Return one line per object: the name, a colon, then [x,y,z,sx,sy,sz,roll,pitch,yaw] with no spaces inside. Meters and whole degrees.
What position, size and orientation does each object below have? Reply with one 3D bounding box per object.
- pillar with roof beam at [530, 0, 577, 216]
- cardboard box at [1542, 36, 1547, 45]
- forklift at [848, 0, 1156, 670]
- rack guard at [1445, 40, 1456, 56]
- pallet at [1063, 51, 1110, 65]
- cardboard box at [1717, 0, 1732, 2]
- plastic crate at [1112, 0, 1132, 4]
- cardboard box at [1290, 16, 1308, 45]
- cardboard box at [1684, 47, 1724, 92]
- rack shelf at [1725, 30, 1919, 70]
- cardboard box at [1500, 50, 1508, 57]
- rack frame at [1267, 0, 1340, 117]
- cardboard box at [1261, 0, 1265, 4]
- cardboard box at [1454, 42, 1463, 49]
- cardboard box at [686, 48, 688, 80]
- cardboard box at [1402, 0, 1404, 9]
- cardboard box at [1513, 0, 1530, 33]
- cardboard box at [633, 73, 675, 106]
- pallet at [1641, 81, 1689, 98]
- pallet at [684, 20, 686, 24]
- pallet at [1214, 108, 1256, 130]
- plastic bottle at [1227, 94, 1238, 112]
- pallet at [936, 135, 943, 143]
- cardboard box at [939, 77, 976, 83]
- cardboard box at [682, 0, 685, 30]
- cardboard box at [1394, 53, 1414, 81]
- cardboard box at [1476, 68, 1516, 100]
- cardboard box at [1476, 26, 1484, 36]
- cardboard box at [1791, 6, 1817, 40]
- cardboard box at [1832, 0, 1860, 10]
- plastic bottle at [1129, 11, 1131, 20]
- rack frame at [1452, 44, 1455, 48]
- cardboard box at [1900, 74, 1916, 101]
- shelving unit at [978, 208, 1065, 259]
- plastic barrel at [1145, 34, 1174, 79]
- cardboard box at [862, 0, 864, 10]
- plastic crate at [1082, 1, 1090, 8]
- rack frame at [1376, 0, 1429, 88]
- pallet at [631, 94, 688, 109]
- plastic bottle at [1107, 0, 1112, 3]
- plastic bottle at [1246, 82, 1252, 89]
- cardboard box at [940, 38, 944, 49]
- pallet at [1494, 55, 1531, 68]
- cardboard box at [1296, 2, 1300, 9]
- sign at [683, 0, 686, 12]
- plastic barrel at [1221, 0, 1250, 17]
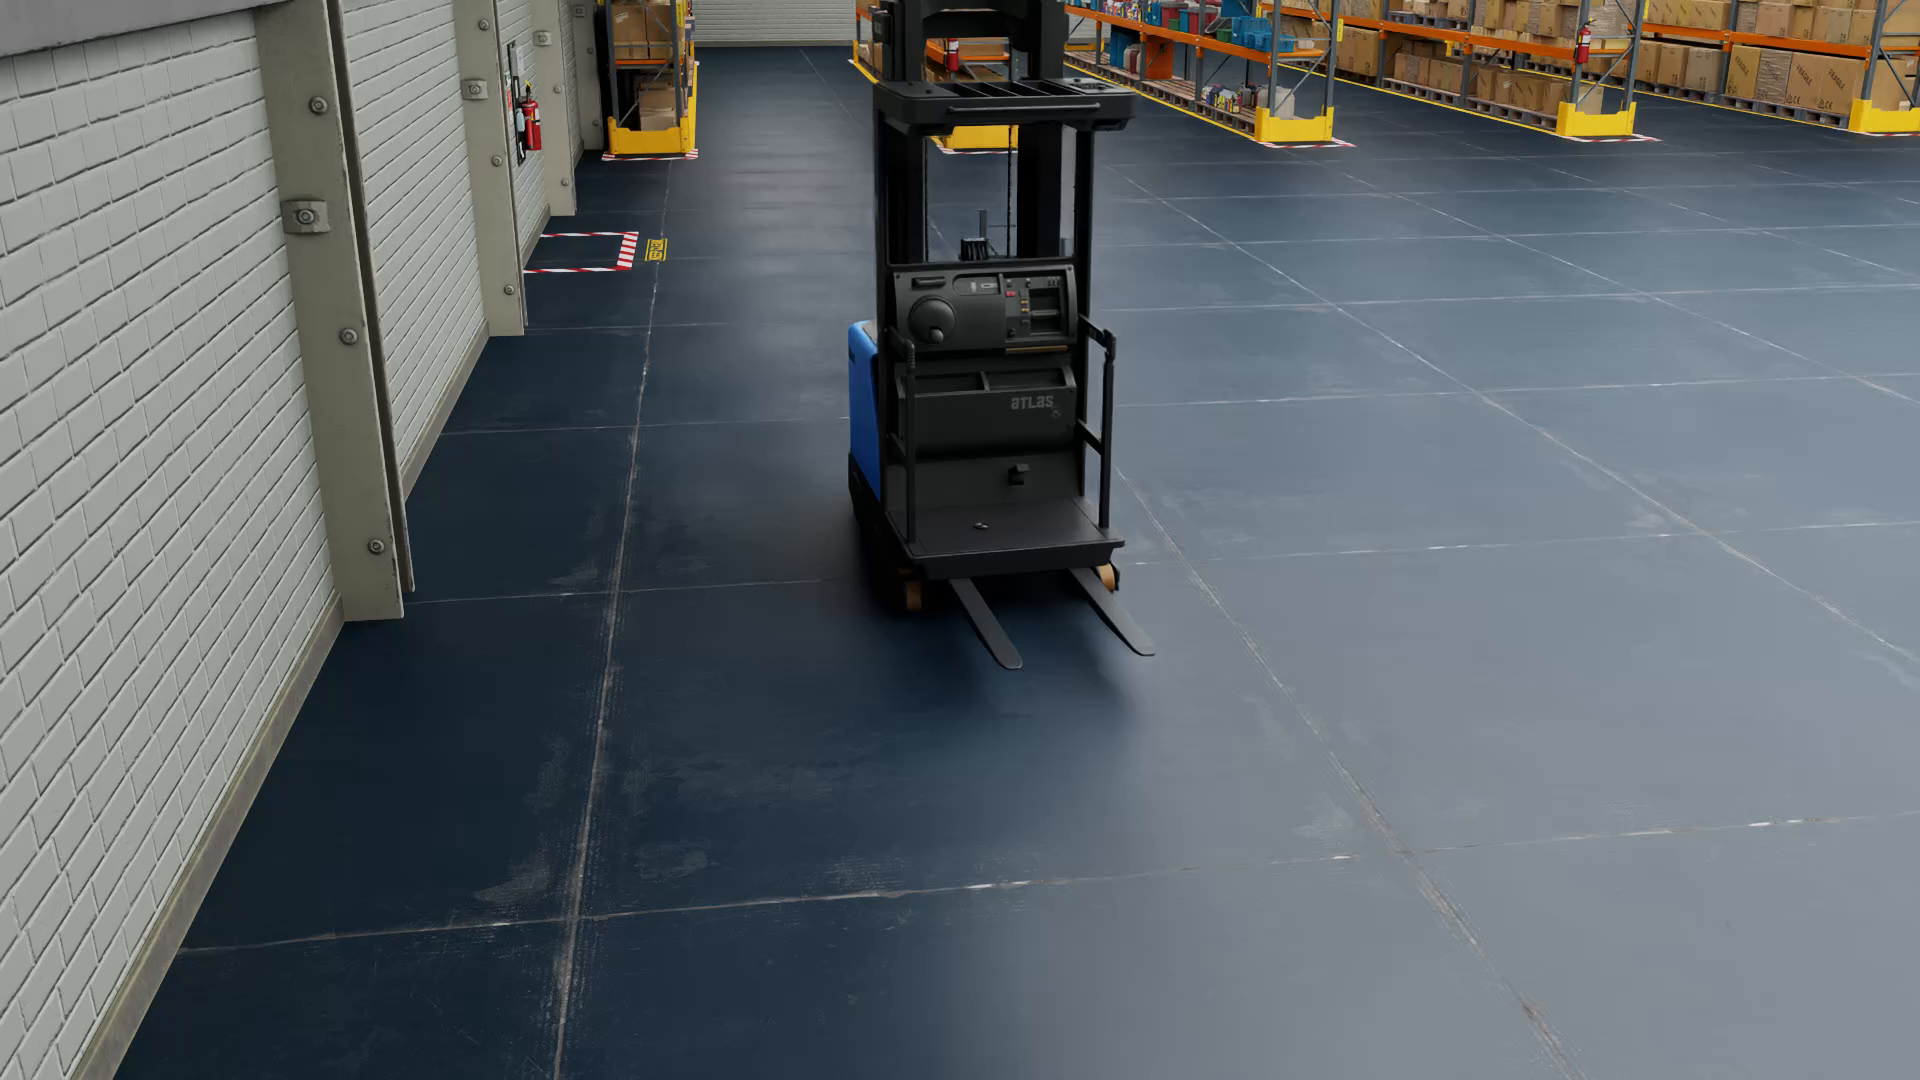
pillar with roof beam: [-0.397,-8.264,18.481,9.100,9.000,0.400,-3,21,-8]
cardboard box: [9.756,-8.182,27.194,0.380,0.149,0.250,-3,21,-8]
forklift: [0.181,-1.155,8.121,1.130,2.935,3.031,-5,21,-12]
rack guard: [12.767,-12.422,41.761,1.175,0.500,0.348,-3,21,-8]
pallet: [3.012,-11.561,39.867,1.003,0.211,1.213,-3,21,-8]
cardboard box: [14.408,-10.151,30.537,0.700,0.500,0.500,-3,21,-9]
plastic crate: [3.628,-12.149,37.281,0.402,0.464,0.583,-3,21,-8]
cardboard box: [8.264,-11.765,38.865,0.875,0.875,0.875,-3,21,-8]
cardboard box: [14.307,-8.818,31.153,1.050,0.750,0.750,-3,21,-8]
rack shelf: [14.774,-8.435,28.542,1.077,0.370,4.000,-3,21,-8]
cardboard box: [12.882,-11.397,38.917,0.380,0.149,0.250,-4,21,-10]
rack frame: [5.238,-7.615,25.317,1.000,3.000,0.127,-3,21,-8]
cardboard box: [7.558,-13.147,40.488,0.380,0.149,0.250,-3,21,-7]
cardboard box: [12.514,-12.283,41.290,0.380,0.149,0.250,-2,21,-7]
cardboard box: [-5.695,-9.336,32.397,0.750,0.750,0.750,-3,21,-8]
cardboard box: [9.185,-10.863,33.871,0.500,0.500,0.500,-2,21,-6]
cardboard box: [9.807,-8.759,27.811,0.875,0.500,0.500,-3,21,-8]
cardboard box: [-5.265,-7.789,28.727,0.700,0.500,0.500,-2,21,-6]
pallet: [14.121,-8.845,32.596,1.003,0.211,1.213,-3,21,-8]
pallet: [-5.393,-9.112,29.599,1.003,0.211,1.213,-3,21,-8]
pallet: [4.896,-7.035,27.751,1.003,0.211,1.213,-3,21,-8]
plastic bottle: [4.530,-7.247,27.597,0.152,0.276,0.135,-3,21,-7]
pallet: [0.184,-6.323,25.842,1.003,0.211,1.213,-3,21,-8]
cardboard box: [-0.036,-6.797,25.385,0.500,0.500,0.500,-3,21,-8]
cardboard box: [-4.690,-8.470,26.720,0.500,0.500,0.500,-3,21,-8]
cardboard box: [9.103,-9.438,33.144,0.700,0.500,0.500,-4,21,-11]
cardboard box: [9.581,-8.135,29.681,0.500,0.500,0.500,-4,21,-9]
cardboard box: [9.319,-8.955,29.264,0.380,0.149,0.250,-3,21,-8]
cardboard box: [14.789,-8.847,28.402,0.875,0.550,0.500,-3,21,-8]
cardboard box: [14.876,-8.972,27.193,0.875,0.550,0.550,-3,21,-8]
plastic bottle: [3.503,-10.699,33.859,0.097,0.201,0.097,0,20,0]
rack frame: [12.756,-13.619,41.394,1.000,3.000,0.127,-3,21,-8]
cardboard box: [17.044,-8.062,29.889,0.797,0.637,0.503,-3,21,-8]
shelving unit: [0.366,-1.221,10.341,0.538,1.500,1.048,0,20,1]
plastic barrel: [3.998,-9.733,33.490,0.600,0.830,0.708,-3,21,-8]
cardboard box: [-1.948,-12.260,37.612,0.500,0.500,0.500,-3,21,-7]
plastic crate: [2.960,-12.262,38.050,0.293,0.136,0.466,-3,21,-8]
rack frame: [8.986,-10.634,33.402,1.000,3.000,0.127,-3,21,-8]
pallet: [-5.435,-7.886,30.030,1.003,0.211,1.213,-3,21,-8]
plastic bottle: [3.244,-11.594,36.042,0.144,0.351,0.185,-3,21,-8]
plastic bottle: [5.040,-7.756,28.853,0.144,0.351,0.185,-3,21,-9]
cardboard box: [0.056,-8.111,26.503,0.700,0.500,0.500,-2,21,-6]
pallet: [13.201,-11.159,38.791,1.003,0.211,1.213,-3,21,-8]
cardboard box: [7.930,-12.258,38.107,0.380,0.149,0.250,-3,21,-7]
sign: [-4.606,-8.935,27.616,0.100,0.325,0.005,-3,21,-8]
plastic barrel: [4.906,-9.383,29.336,0.600,0.901,0.708,-3,21,-8]
